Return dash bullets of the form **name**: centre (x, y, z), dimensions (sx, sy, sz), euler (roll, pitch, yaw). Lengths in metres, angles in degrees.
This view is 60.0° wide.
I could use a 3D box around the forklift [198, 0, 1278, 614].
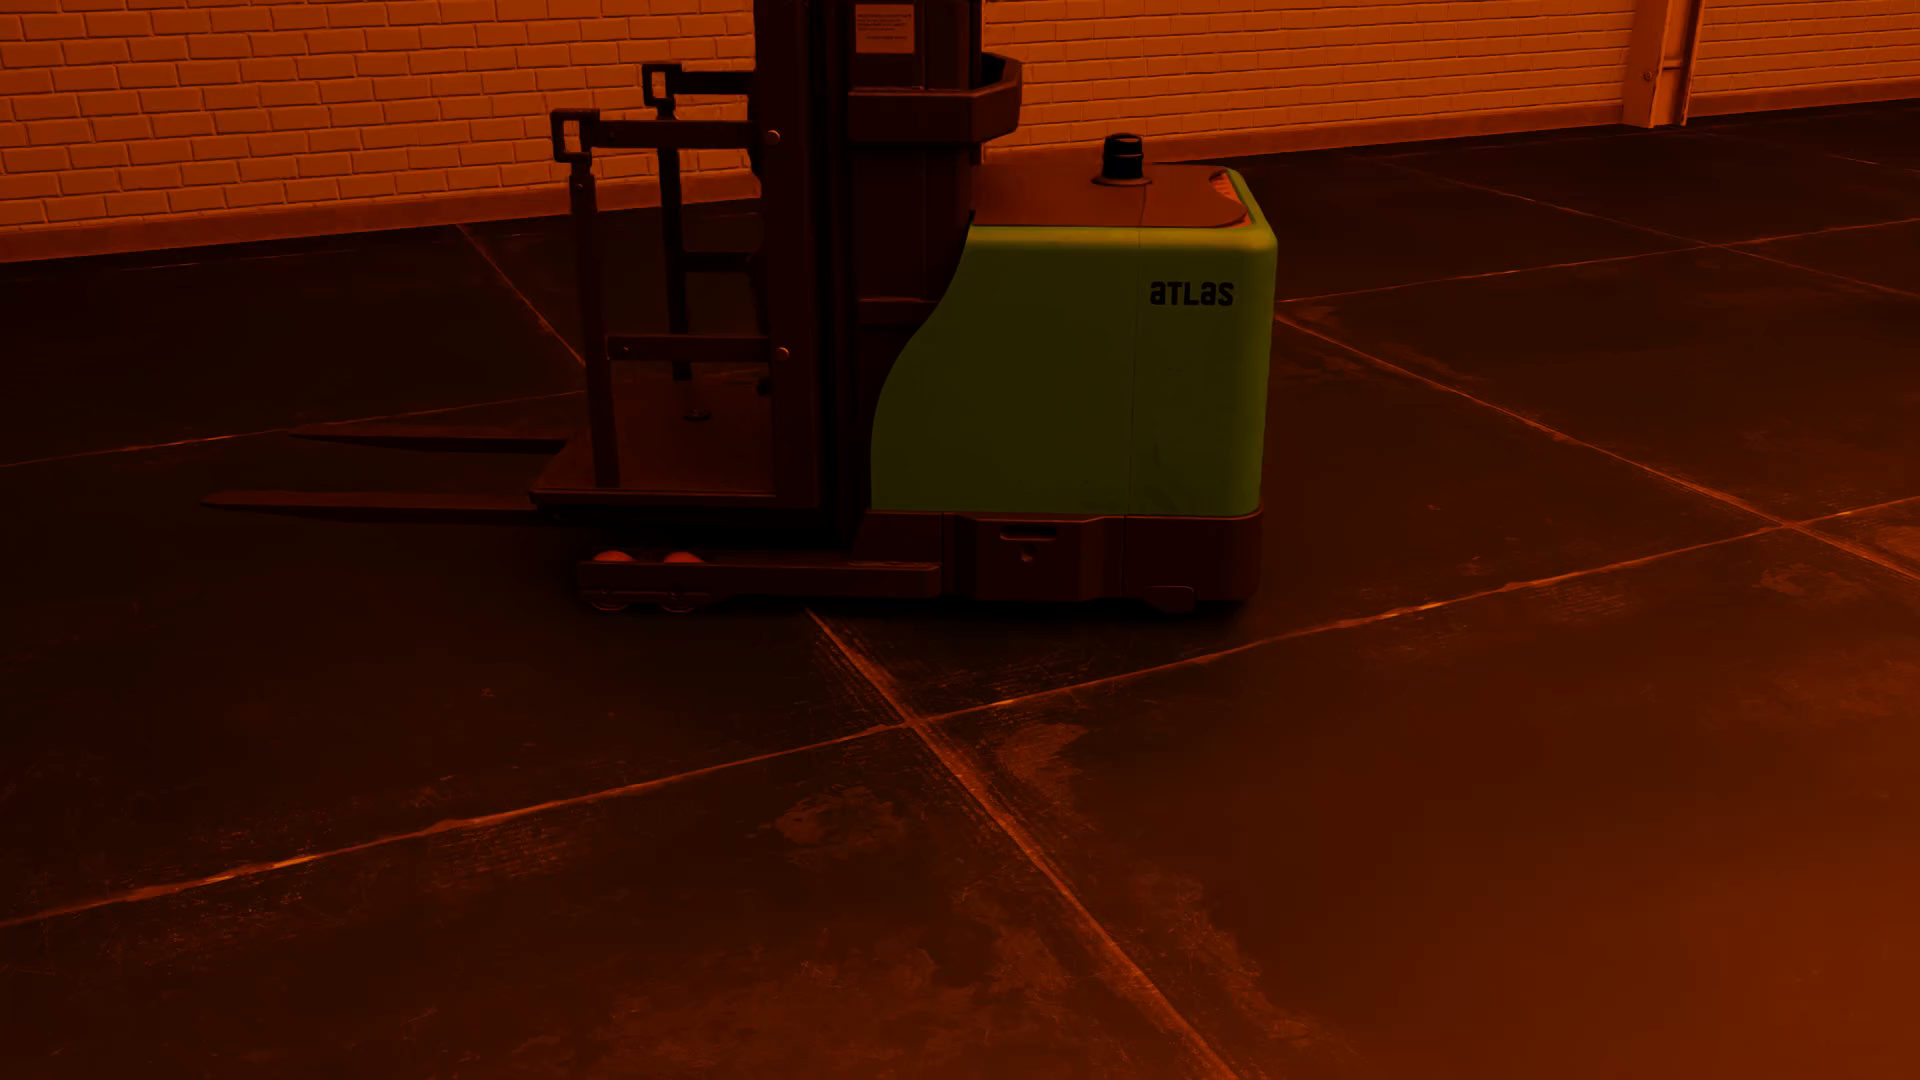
- **forklift**: centre (-0.666, -1.351, 4.539), dimensions (3.031, 2.935, 1.130), euler (1, 23, 3)
